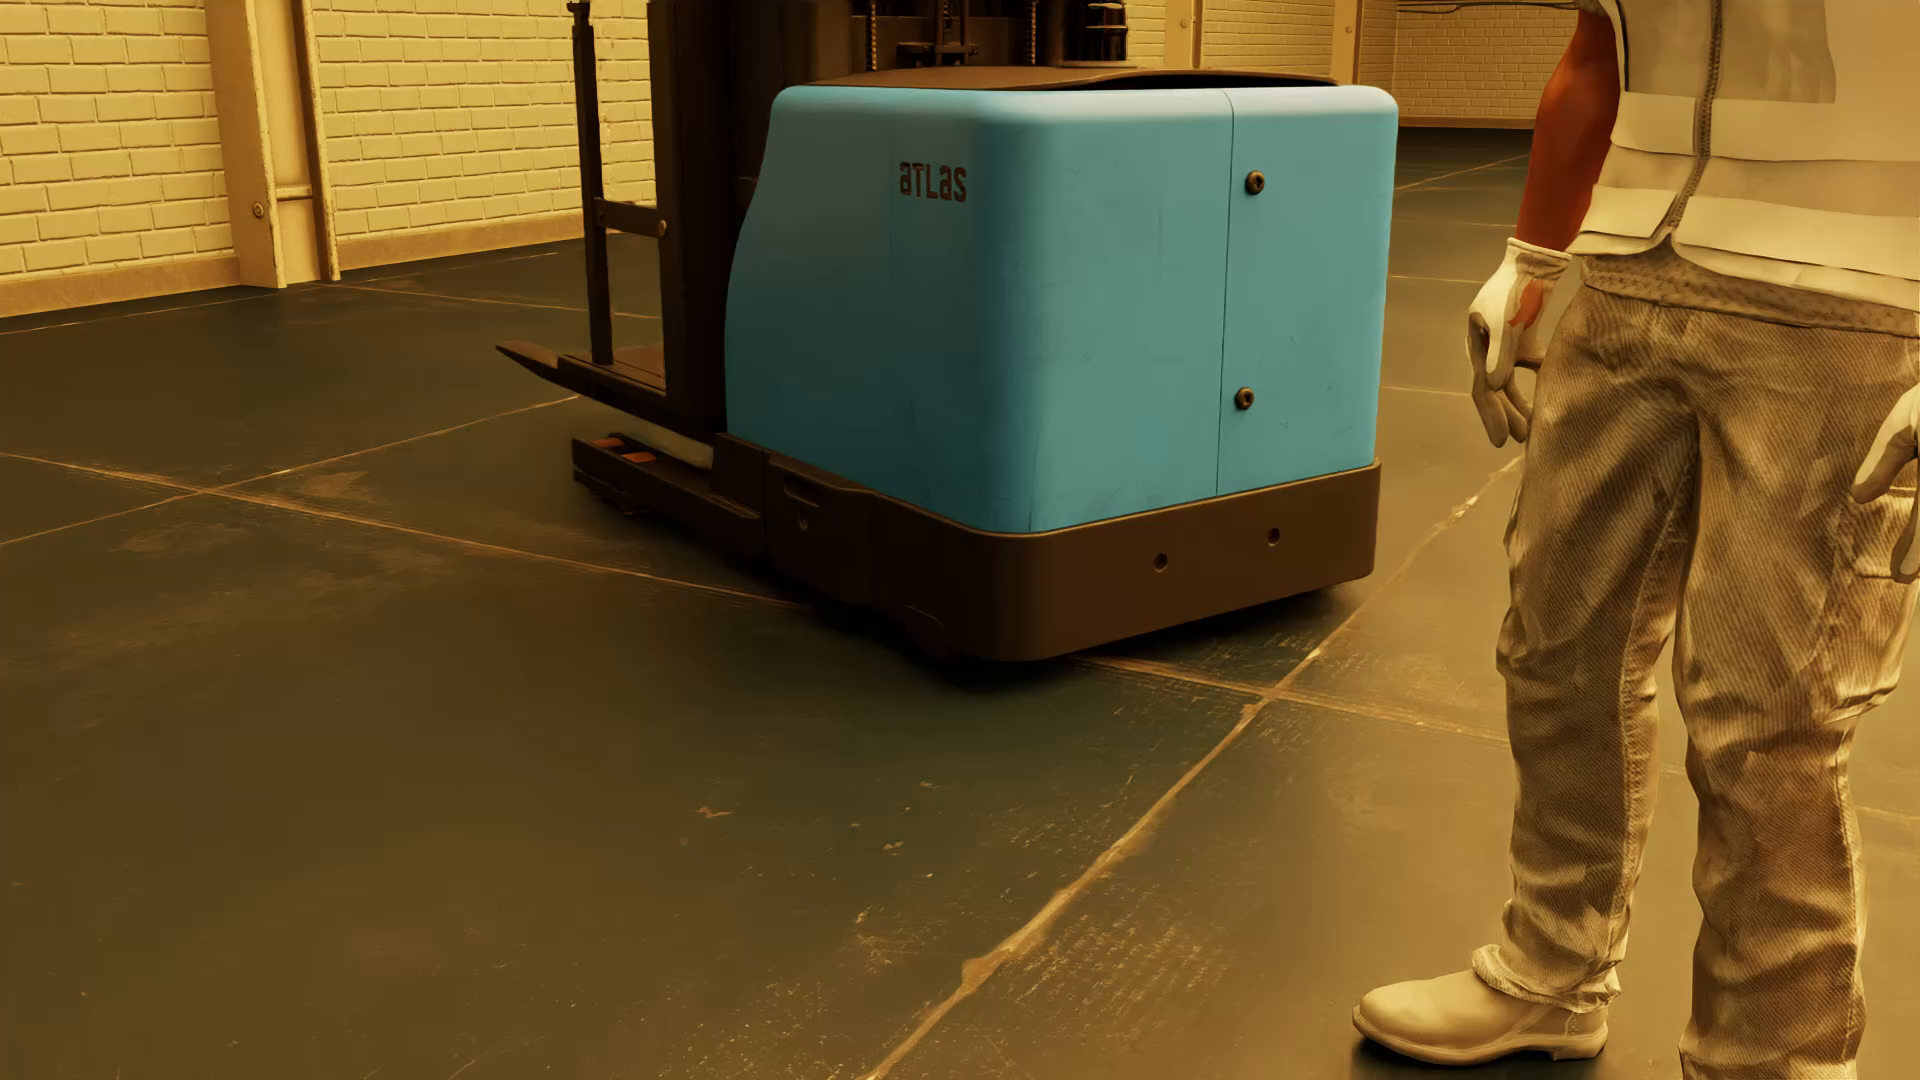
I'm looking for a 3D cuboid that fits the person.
[{"bbox_3d":[0.732,-0.196,1.574,0.451,1.773,0.624,-7,18,-21],"label":"person"}]

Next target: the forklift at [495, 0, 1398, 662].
[{"bbox_3d":[-0.370,-1.537,4.071,1.130,2.935,3.031,-11,20,-34],"label":"forklift"}]
